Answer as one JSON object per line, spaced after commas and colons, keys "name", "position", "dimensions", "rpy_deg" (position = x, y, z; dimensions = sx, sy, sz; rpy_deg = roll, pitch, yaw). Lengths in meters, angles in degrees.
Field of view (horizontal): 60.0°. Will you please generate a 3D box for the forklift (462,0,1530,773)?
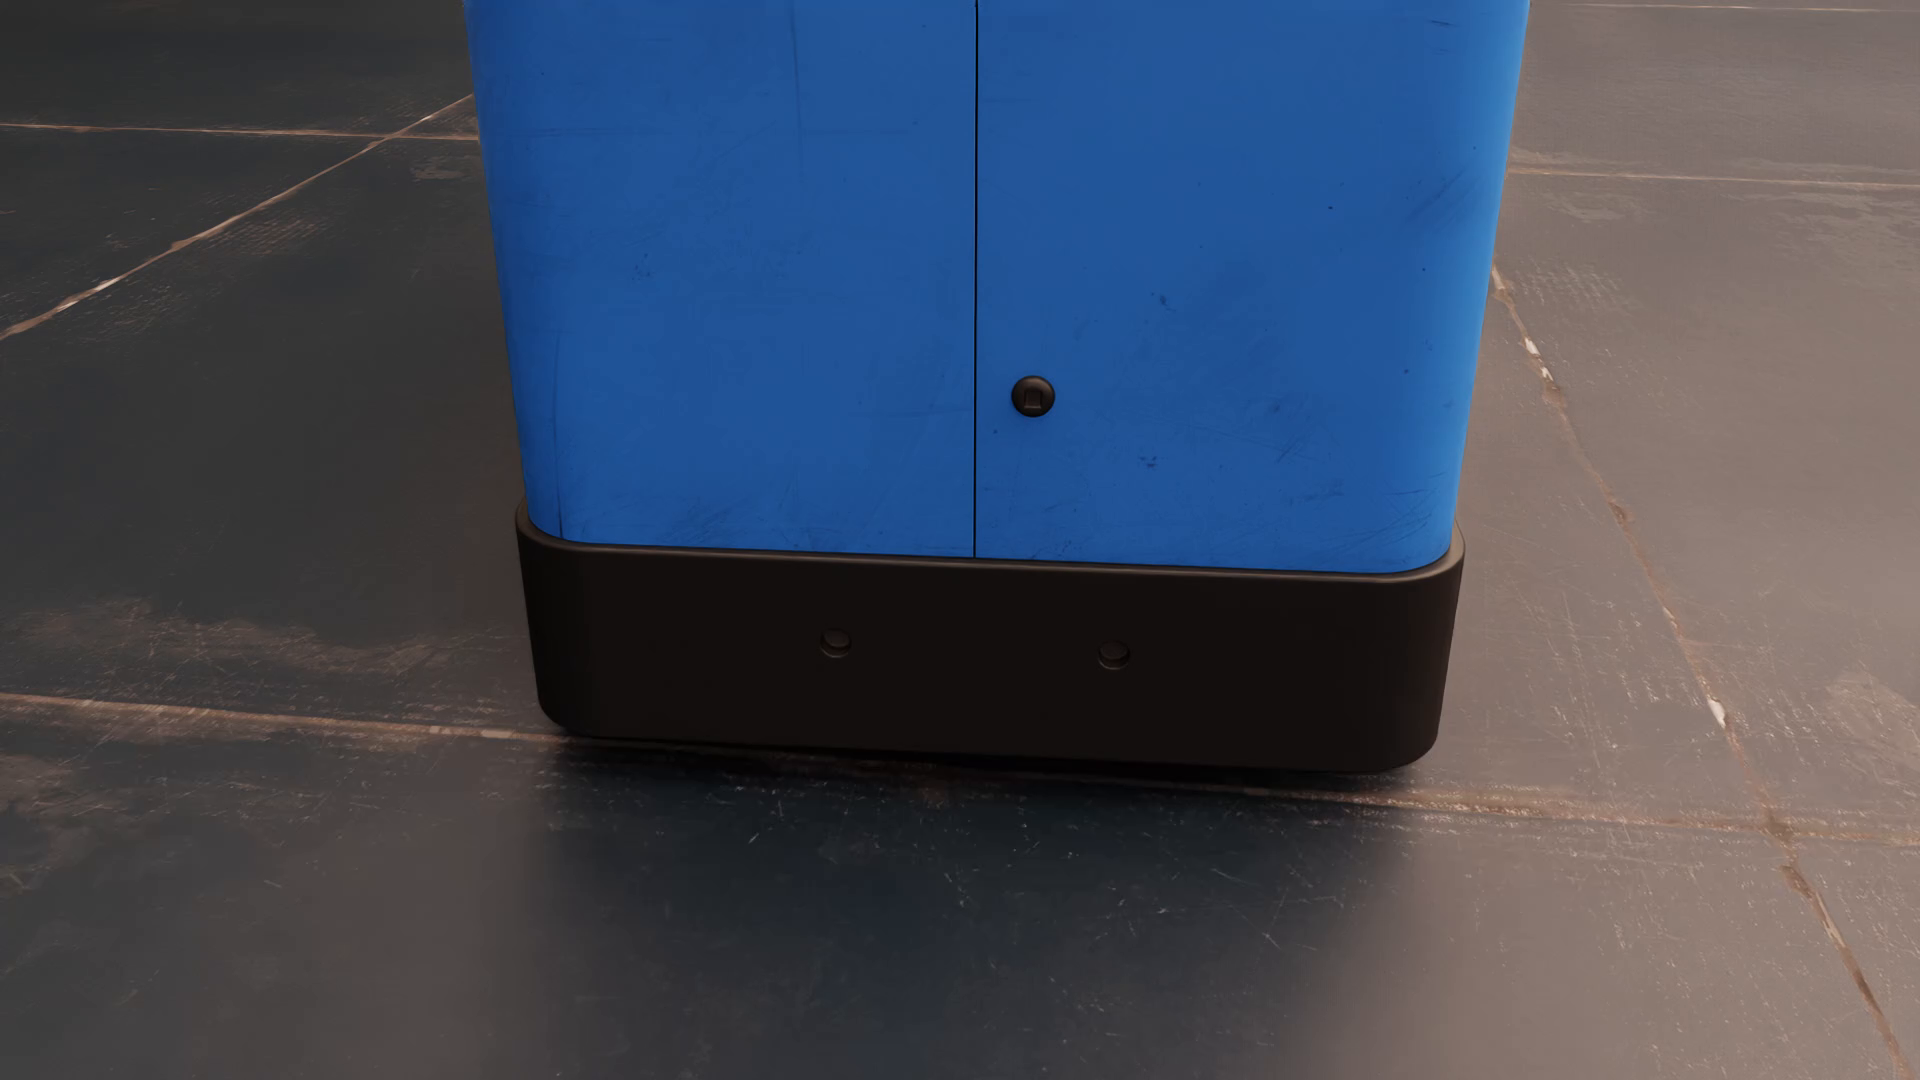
{"name": "forklift", "position": [0.143, -1.680, 2.585], "dimensions": [1.130, 2.935, 3.031], "rpy_deg": [2, 27, 4]}
